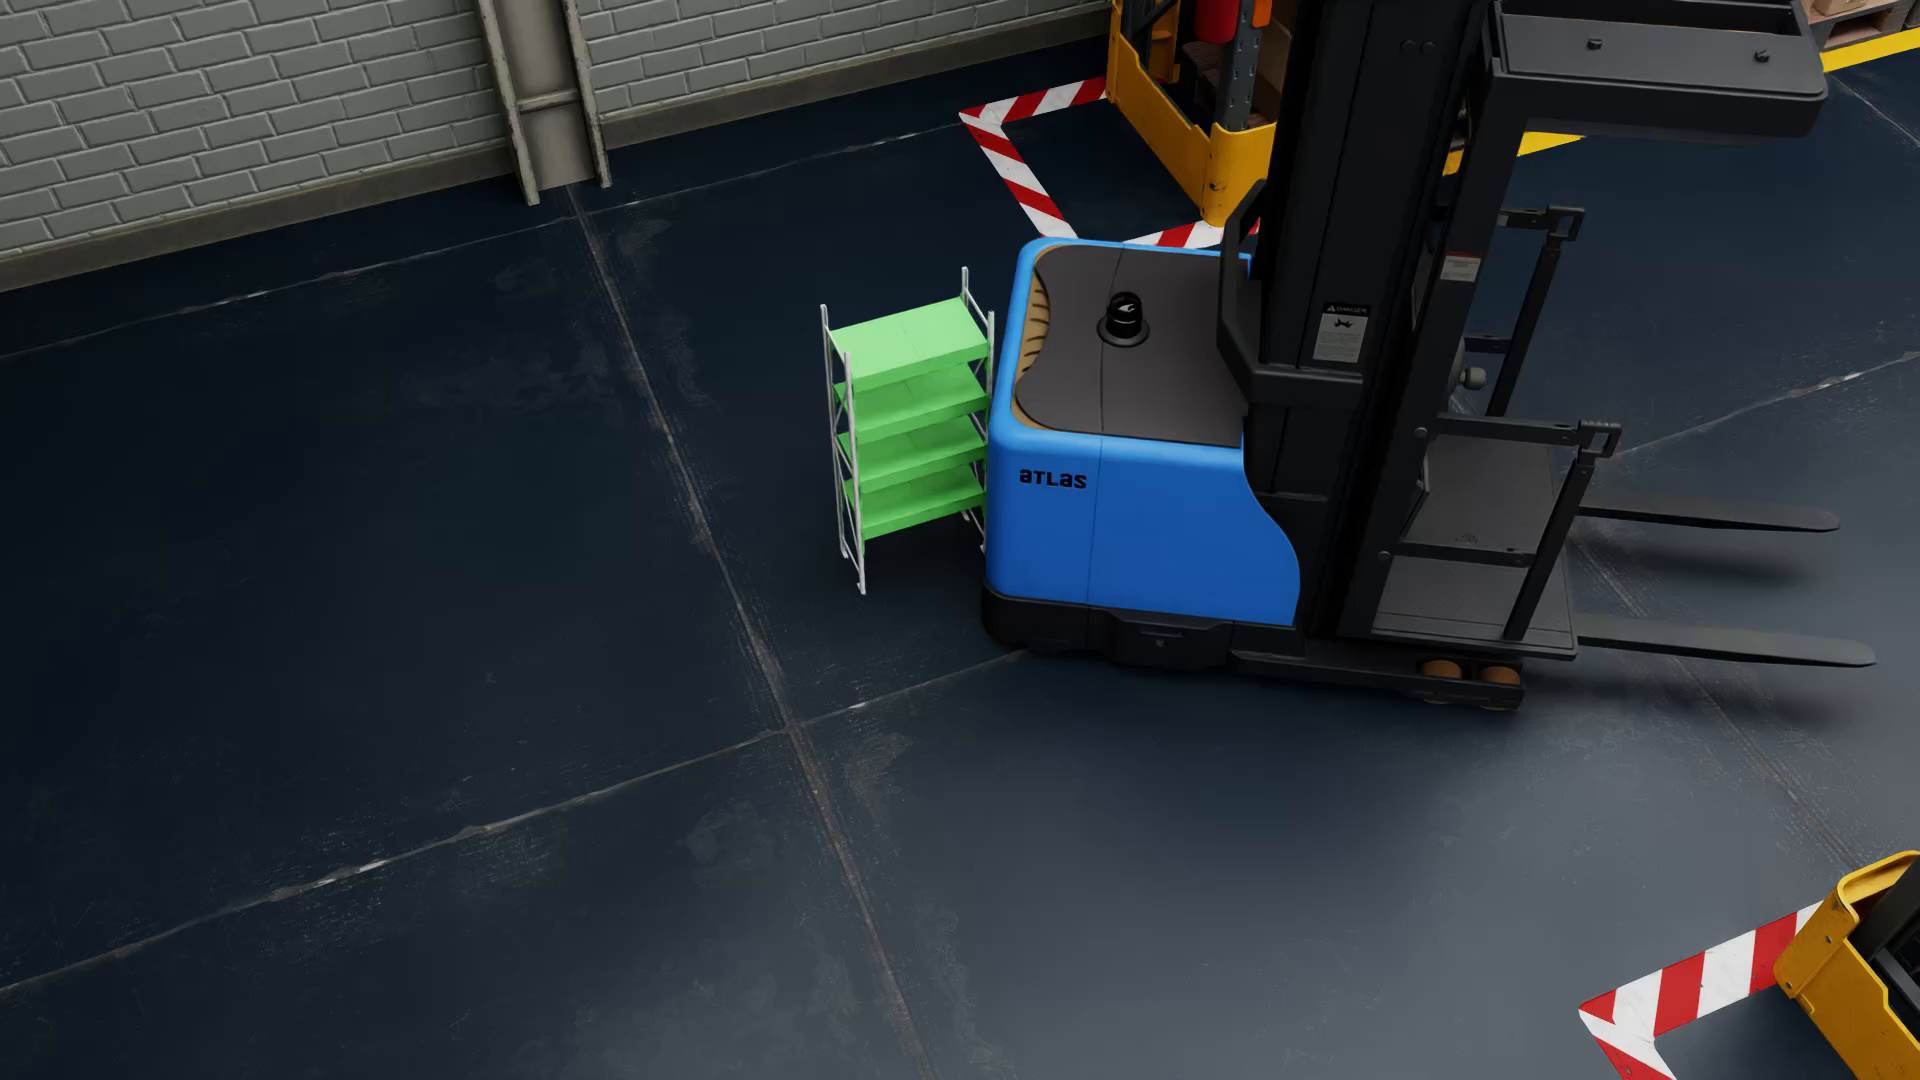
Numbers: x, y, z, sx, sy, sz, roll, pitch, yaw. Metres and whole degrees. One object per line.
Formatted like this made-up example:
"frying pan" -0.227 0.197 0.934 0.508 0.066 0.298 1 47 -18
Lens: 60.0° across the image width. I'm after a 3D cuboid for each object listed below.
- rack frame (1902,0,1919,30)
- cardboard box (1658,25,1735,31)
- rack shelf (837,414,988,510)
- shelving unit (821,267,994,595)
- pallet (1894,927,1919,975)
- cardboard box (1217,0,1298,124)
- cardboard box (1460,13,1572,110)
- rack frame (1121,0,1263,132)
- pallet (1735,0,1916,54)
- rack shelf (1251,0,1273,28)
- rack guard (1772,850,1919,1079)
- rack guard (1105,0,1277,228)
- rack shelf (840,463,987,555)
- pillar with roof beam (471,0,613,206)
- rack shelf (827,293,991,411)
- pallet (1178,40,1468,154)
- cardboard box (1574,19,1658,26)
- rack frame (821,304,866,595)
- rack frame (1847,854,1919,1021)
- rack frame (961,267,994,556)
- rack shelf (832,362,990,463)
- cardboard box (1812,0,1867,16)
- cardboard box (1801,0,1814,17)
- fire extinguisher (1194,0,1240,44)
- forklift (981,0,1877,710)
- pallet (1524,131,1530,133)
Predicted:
"rack frame" 4.702 -3.947 7.663 0.127 3.000 1.000 -17 52 -14
"cardboard box" 3.368 -2.747 8.003 0.500 0.500 0.700 -19 52 -16
"rack shelf" -0.169 -0.304 5.804 0.480 0.148 0.258 -17 51 -14
"shelving unit" -0.169 -0.346 5.755 0.503 1.200 0.258 -17 51 -14
"pallet" 3.590 1.309 4.986 1.213 0.211 1.003 -17 52 -14
"cardboard box" 1.601 -2.232 7.558 0.637 0.503 0.797 -19 52 -16
"cardboard box" 2.407 -2.449 7.747 0.500 0.500 0.700 -15 51 -13
"rack frame" 0.999 -2.800 6.677 0.127 3.000 1.000 -17 52 -14
"pallet" 4.066 -2.842 8.552 1.213 0.211 1.003 -17 52 -14
"rack shelf" 2.850 -3.139 7.443 4.000 0.370 1.077 -17 52 -14
"rack guard" 2.857 1.506 4.627 0.348 0.500 1.175 -17 52 -14
"rack guard" 1.069 -2.007 7.644 0.348 0.500 1.175 -17 52 -14
"rack shelf" -0.170 -0.148 5.986 0.480 0.148 0.258 -17 51 -14
"pillar with roof beam" -0.210 -1.590 1.684 0.400 9.000 9.100 -17 52 -14
"rack shelf" -0.168 -0.617 5.440 0.480 0.148 0.258 -17 51 -14
"pallet" 1.807 -2.142 7.951 1.213 0.211 1.003 -17 52 -14
"cardboard box" 2.934 -2.530 7.817 0.500 0.500 0.500 -16 51 -14
"rack frame" -0.395 -0.276 5.695 0.015 1.200 0.240 -17 51 -14
"rack frame" 2.879 0.685 3.684 0.127 3.000 1.000 -17 52 -14
"rack frame" 0.057 -0.415 5.816 0.015 1.200 0.240 -17 51 -14
"rack shelf" -0.169 -0.461 5.622 0.480 0.148 0.258 -17 51 -14
"cardboard box" 4.297 -2.789 8.270 0.250 0.149 0.380 -19 52 -15
"cardboard box" 3.967 -2.725 8.138 0.258 0.266 0.396 -16 51 -13
"fire extinguisher" 1.037 -2.286 6.533 0.183 0.674 0.296 -17 52 -14
"forklift" 1.633 -0.800 5.005 3.031 2.935 1.130 6 50 5
"pallet" 2.934 -2.489 8.249 1.213 0.211 1.003 -17 52 -14
